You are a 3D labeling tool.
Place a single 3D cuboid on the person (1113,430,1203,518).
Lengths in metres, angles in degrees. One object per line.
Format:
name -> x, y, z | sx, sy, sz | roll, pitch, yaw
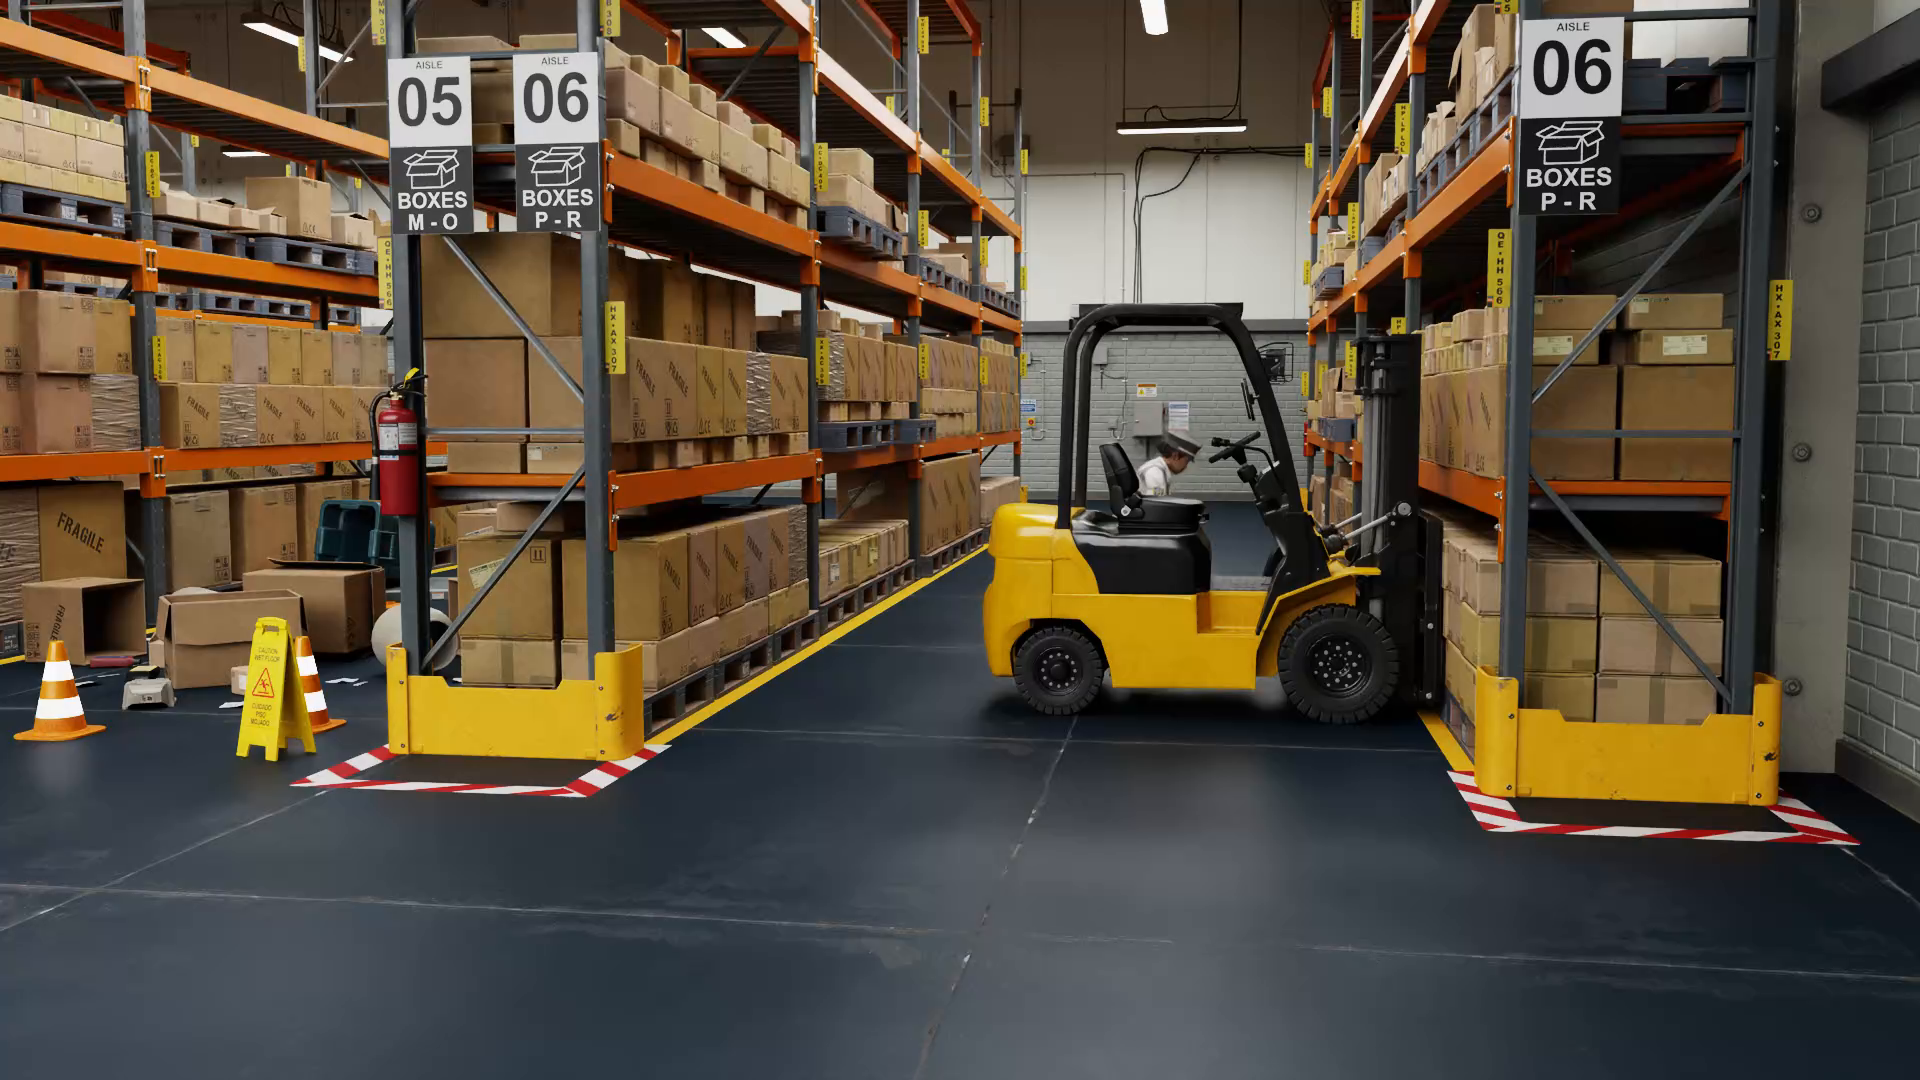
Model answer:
person -> 1.246, 0.030, 10.755 | 0.634, 1.479, 0.531 | 1, 5, 9
